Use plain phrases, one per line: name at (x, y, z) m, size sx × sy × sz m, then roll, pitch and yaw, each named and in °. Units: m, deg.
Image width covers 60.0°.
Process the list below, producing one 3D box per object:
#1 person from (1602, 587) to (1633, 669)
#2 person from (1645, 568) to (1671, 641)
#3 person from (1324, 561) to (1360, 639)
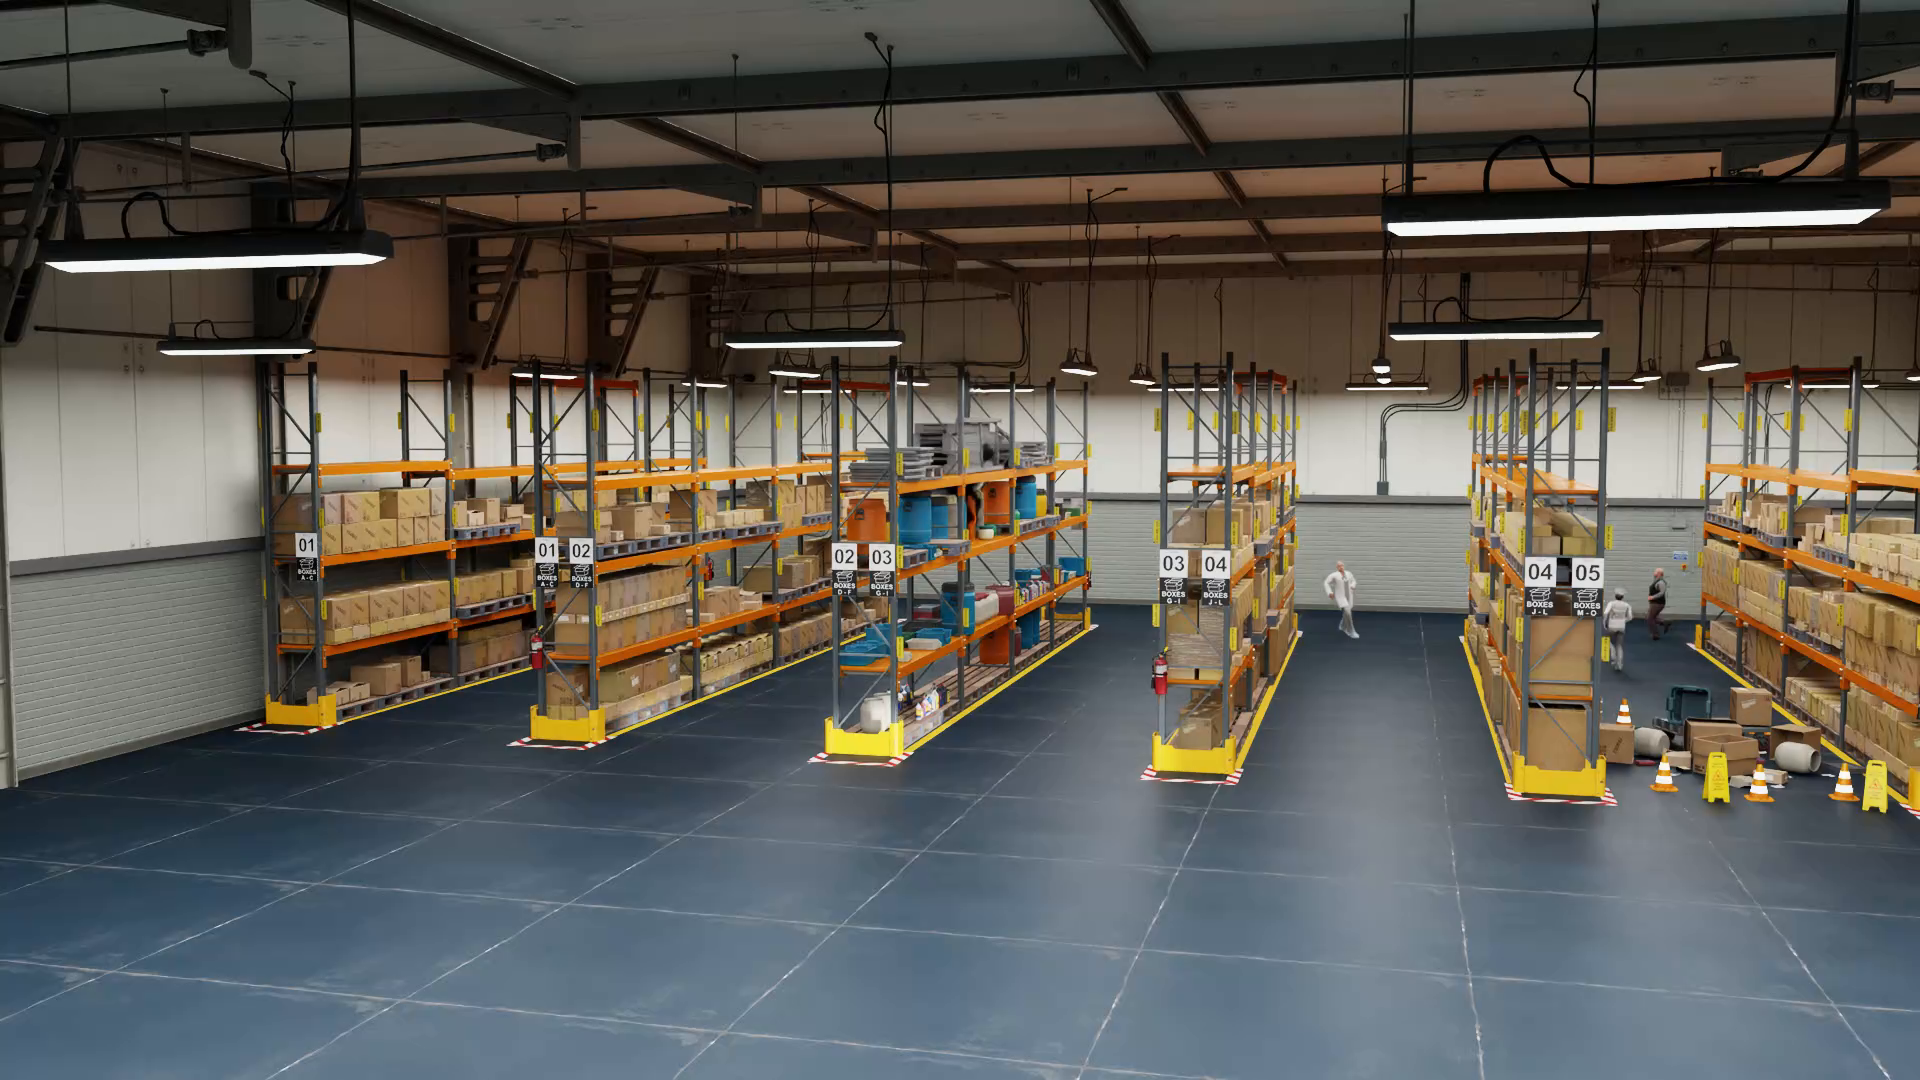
person at (13.332, 1.790, 33.800) m, size 0.625 × 1.658 × 0.588 m, roll 0°, pitch 4°, yaw 7°
person at (16.104, 1.481, 38.311) m, size 0.581 × 1.687 × 0.696 m, roll 1°, pitch 4°, yaw 16°
person at (8.969, 1.483, 38.908) m, size 0.759 × 1.578 × 0.921 m, roll -1°, pitch 4°, yaw -19°
